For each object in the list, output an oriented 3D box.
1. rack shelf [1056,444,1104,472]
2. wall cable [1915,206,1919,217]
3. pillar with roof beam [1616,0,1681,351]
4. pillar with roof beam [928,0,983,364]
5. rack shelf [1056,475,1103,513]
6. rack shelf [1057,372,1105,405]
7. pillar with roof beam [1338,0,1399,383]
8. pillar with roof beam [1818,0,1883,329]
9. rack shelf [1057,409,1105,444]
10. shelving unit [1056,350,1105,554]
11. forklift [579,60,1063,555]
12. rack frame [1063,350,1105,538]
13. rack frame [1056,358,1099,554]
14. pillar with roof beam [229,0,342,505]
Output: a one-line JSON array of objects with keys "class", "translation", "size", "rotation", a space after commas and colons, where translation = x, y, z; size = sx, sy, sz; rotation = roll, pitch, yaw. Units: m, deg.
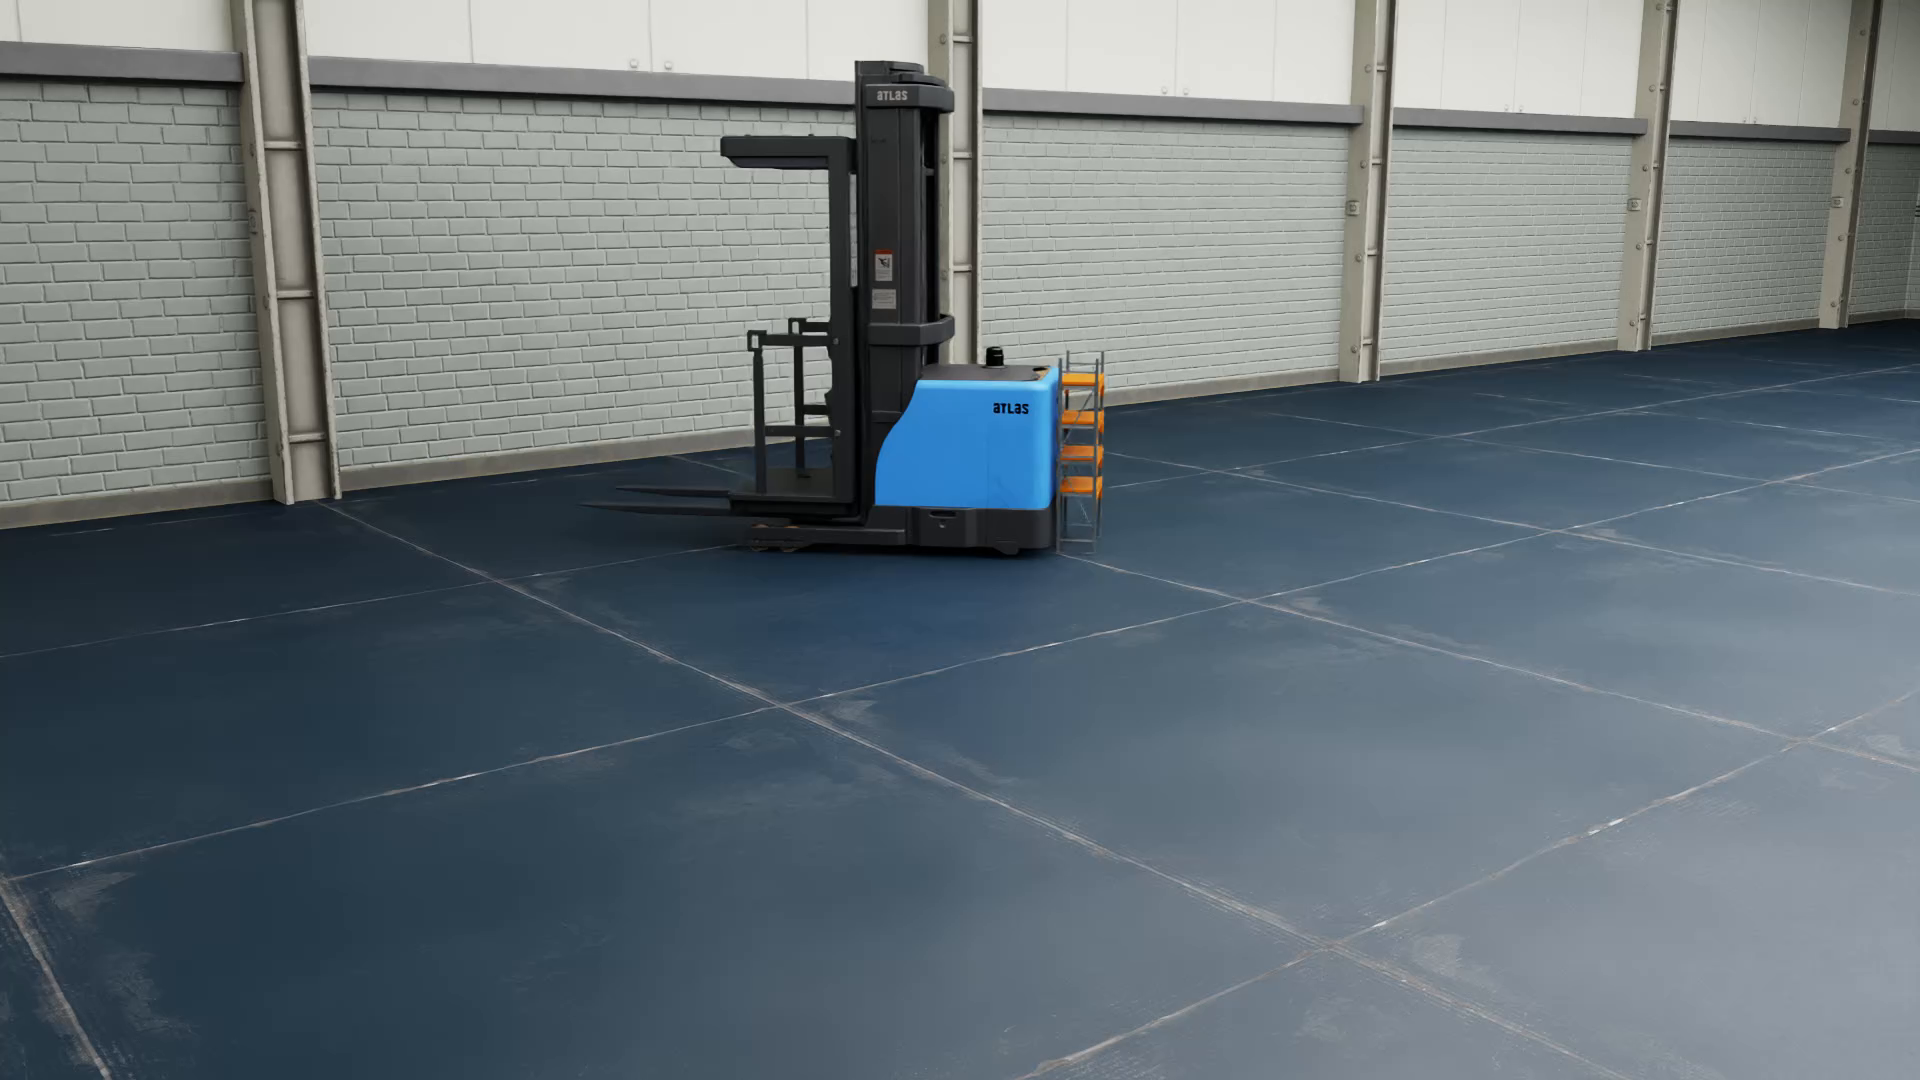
[{"class": "rack shelf", "translation": [0.750, -0.488, 10.360], "size": [0.258, 0.148, 0.480], "rotation": [2, 12, 8]}, {"class": "wall cable", "translation": [17.139, -6.467, 26.895], "size": [0.112, 2.526, 3.097], "rotation": [-9, 15, -38]}, {"class": "pillar with roof beam", "translation": [12.017, -6.341, 18.828], "size": [0.400, 9.000, 9.100], "rotation": [-9, 15, -38]}, {"class": "pillar with roof beam", "translation": [2.647, -4.784, 11.495], "size": [0.400, 9.000, 9.100], "rotation": [-9, 15, -38]}, {"class": "rack shelf", "translation": [0.750, -0.294, 10.401], "size": [0.258, 0.148, 0.480], "rotation": [2, 12, 8]}, {"class": "rack shelf", "translation": [0.751, -0.938, 10.264], "size": [0.258, 0.148, 0.480], "rotation": [2, 12, 8]}, {"class": "pillar with roof beam", "translation": [7.332, -5.563, 15.161], "size": [0.400, 9.000, 9.100], "rotation": [-9, 15, -38]}, {"class": "pillar with roof beam", "translation": [16.702, -7.120, 22.494], "size": [0.400, 9.000, 9.100], "rotation": [-9, 15, -38]}, {"class": "rack shelf", "translation": [0.751, -0.707, 10.314], "size": [0.258, 0.148, 0.480], "rotation": [2, 12, 8]}, {"class": "shelving unit", "translation": [0.750, -0.554, 10.346], "size": [0.258, 1.200, 0.503], "rotation": [2, 12, 8]}, {"class": "forklift", "translation": [-0.887, -1.462, 10.457], "size": [3.031, 2.935, 1.130], "rotation": [2, 12, 9]}, {"class": "rack frame", "translation": [0.787, -0.604, 10.582], "size": [0.240, 1.200, 0.015], "rotation": [2, 12, 8]}, {"class": "rack frame", "translation": [0.713, -0.504, 10.110], "size": [0.240, 1.200, 0.015], "rotation": [2, 12, 8]}, {"class": "pillar with roof beam", "translation": [-2.039, -4.006, 7.828], "size": [0.400, 9.000, 9.100], "rotation": [-9, 15, -38]}]
